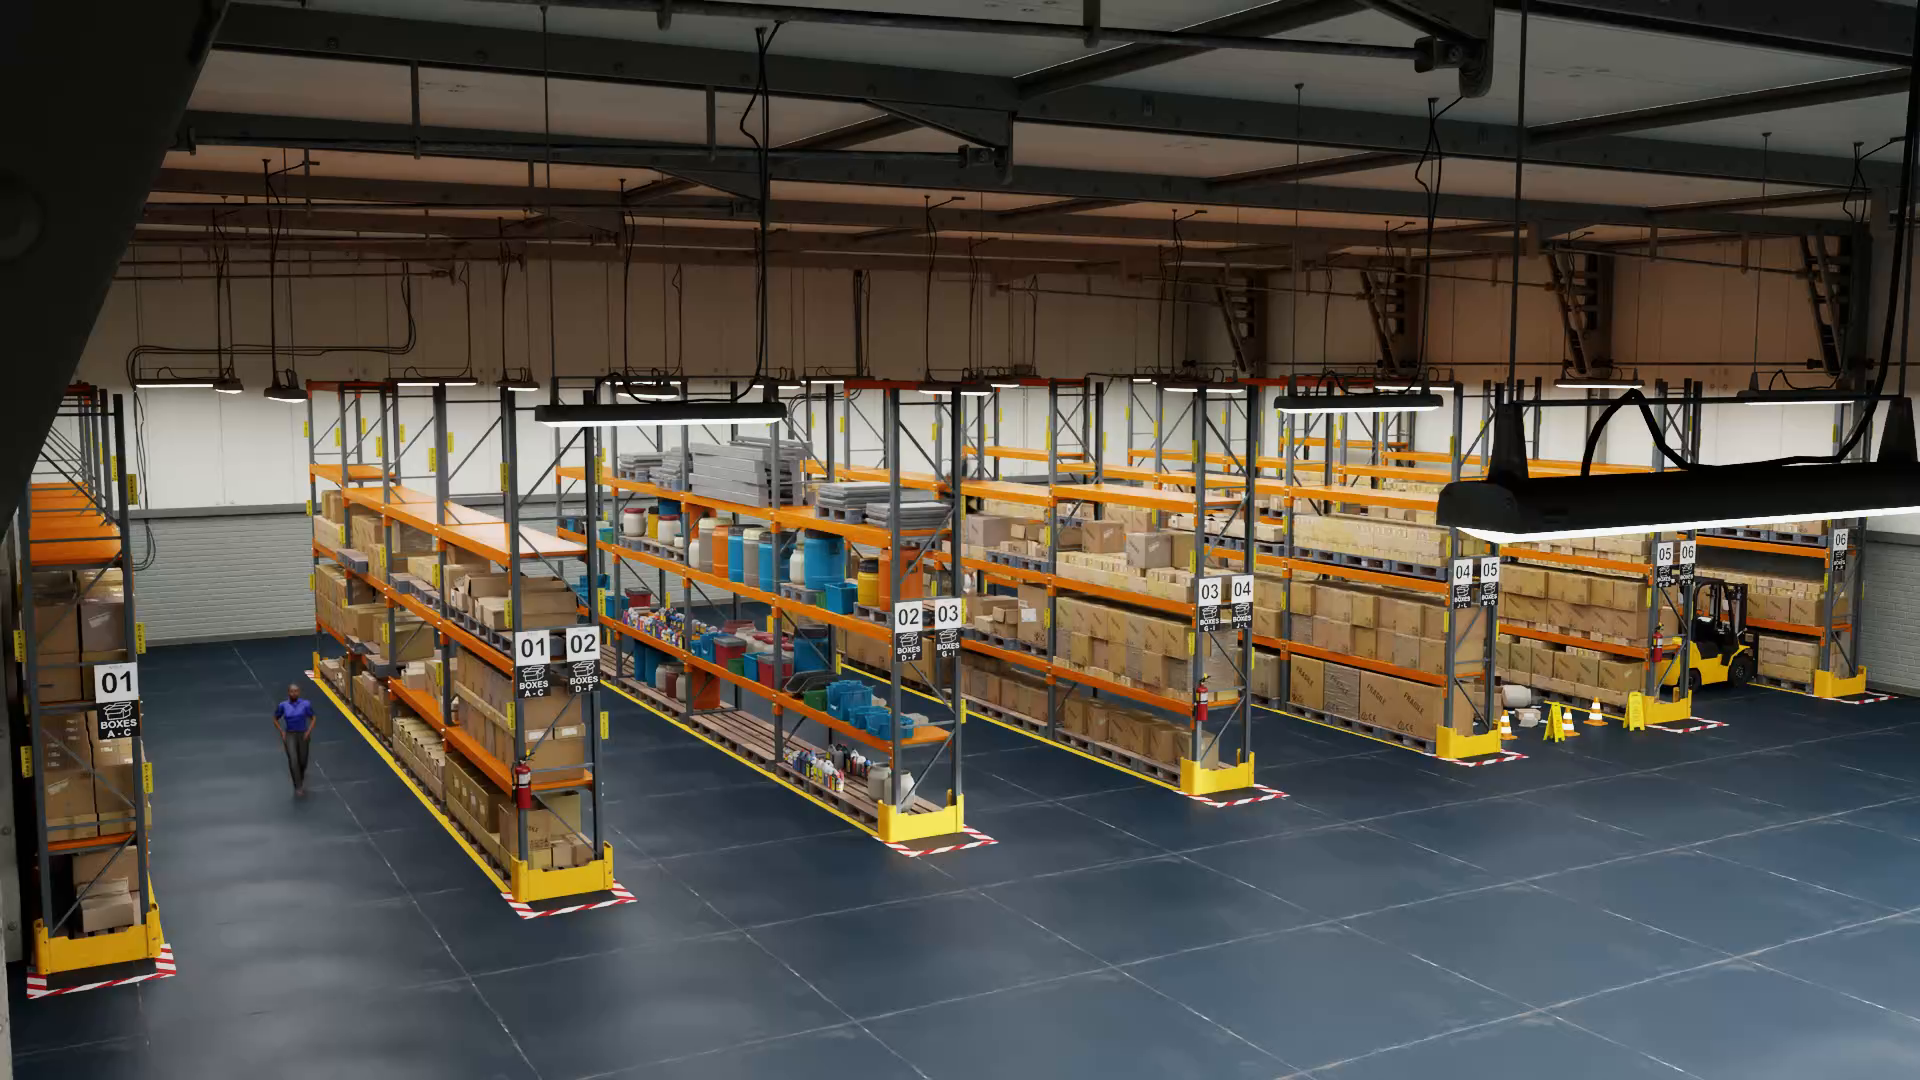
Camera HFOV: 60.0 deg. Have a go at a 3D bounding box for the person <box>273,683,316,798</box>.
[{"bbox_3d":[-9.804,2.922,24.538,0.590,1.640,0.712,-3,7,-27],"label":"person"}]

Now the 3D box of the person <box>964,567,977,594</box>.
[{"bbox_3d":[0.241,1.412,37.988,0.752,1.765,0.884,-3,7,-28],"label":"person"}]
